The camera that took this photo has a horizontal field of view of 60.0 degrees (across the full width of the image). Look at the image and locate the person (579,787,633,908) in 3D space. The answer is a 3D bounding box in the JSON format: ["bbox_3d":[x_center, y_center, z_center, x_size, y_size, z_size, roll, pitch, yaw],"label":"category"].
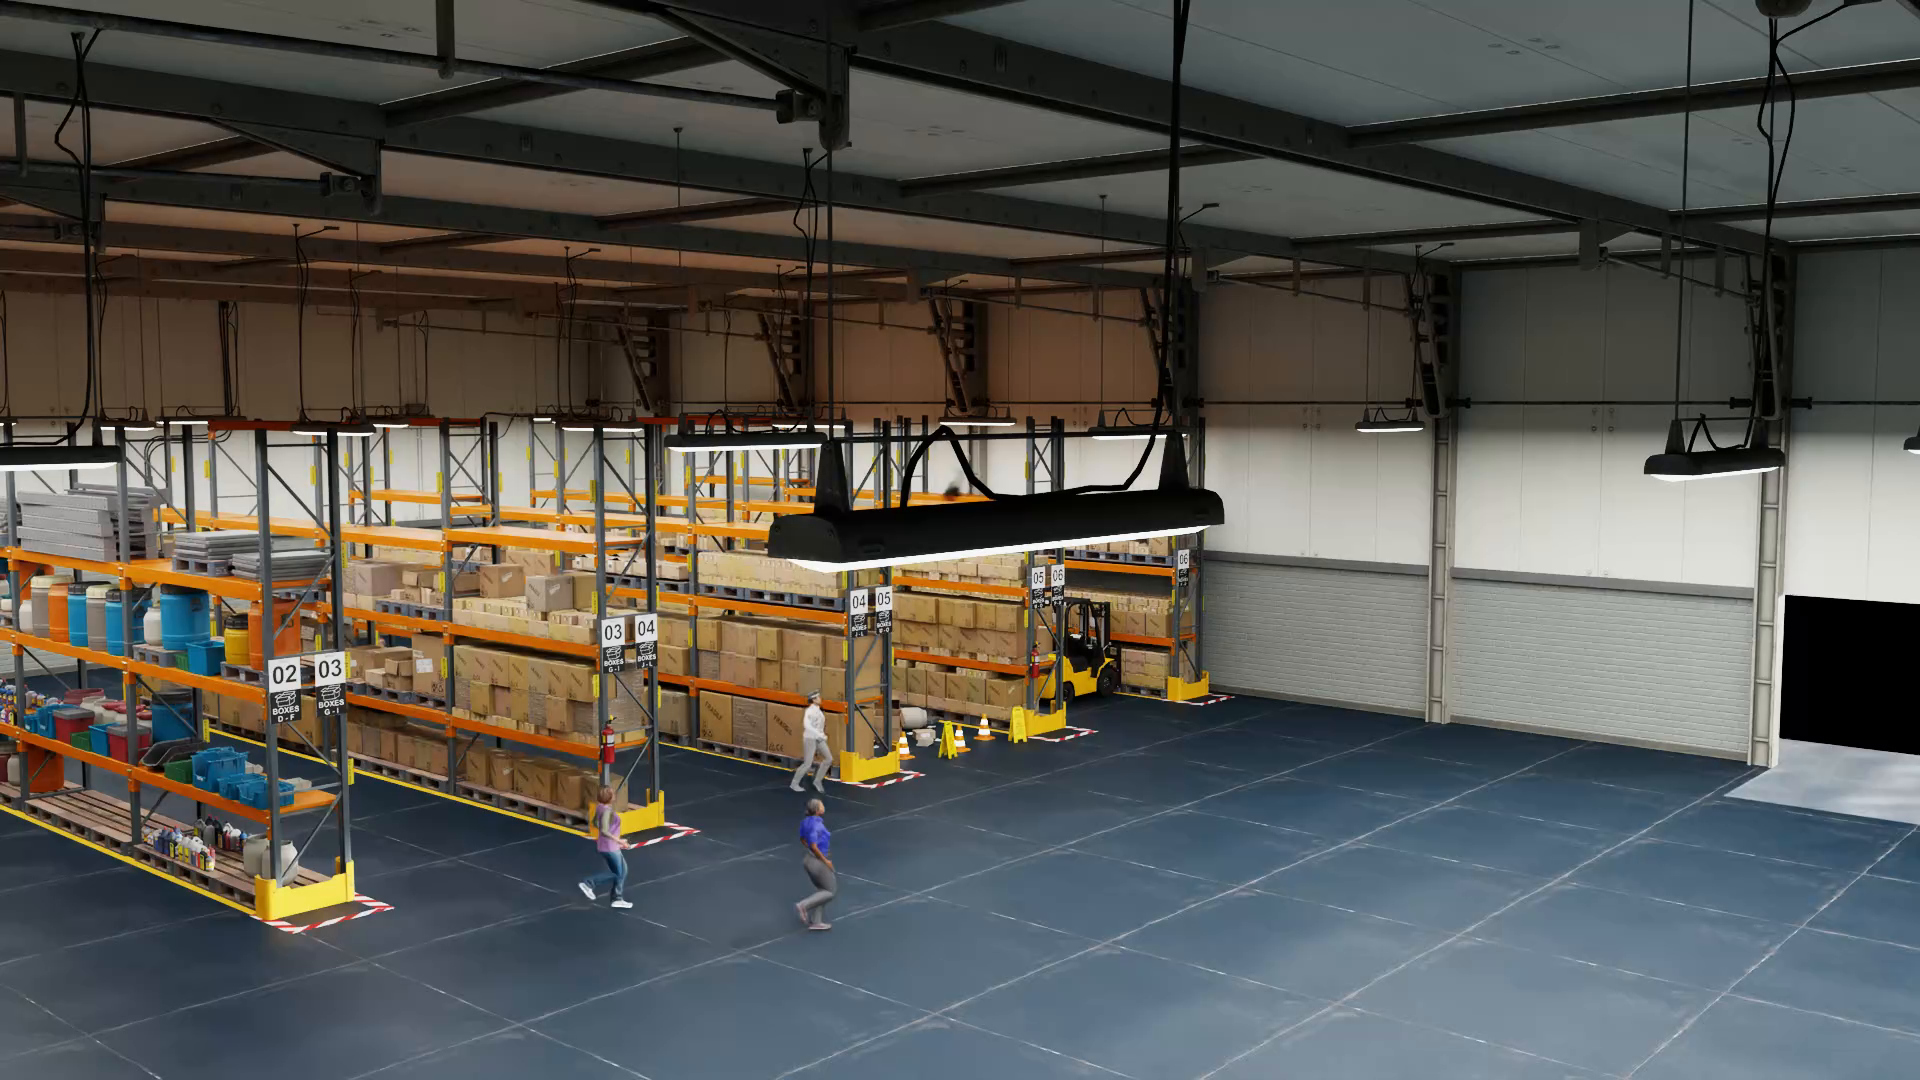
[{"bbox_3d":[-4.432,3.851,20.738,0.666,1.550,0.552,-2,5,-21],"label":"person"}]

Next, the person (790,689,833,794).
[{"bbox_3d":[-2.382,3.264,27.052,0.651,1.690,0.672,2,5,18],"label":"person"}]

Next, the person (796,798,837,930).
[{"bbox_3d":[-1.728,3.883,19.886,0.544,1.613,0.581,-2,5,-27],"label":"person"}]

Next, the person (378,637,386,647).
[{"bbox_3d":[-11.332,2.772,32.625,0.692,1.726,0.636,3,6,31],"label":"person"}]

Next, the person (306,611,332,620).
[{"bbox_3d":[-14.753,2.273,38.068,0.720,1.777,0.950,0,5,1],"label":"person"}]
